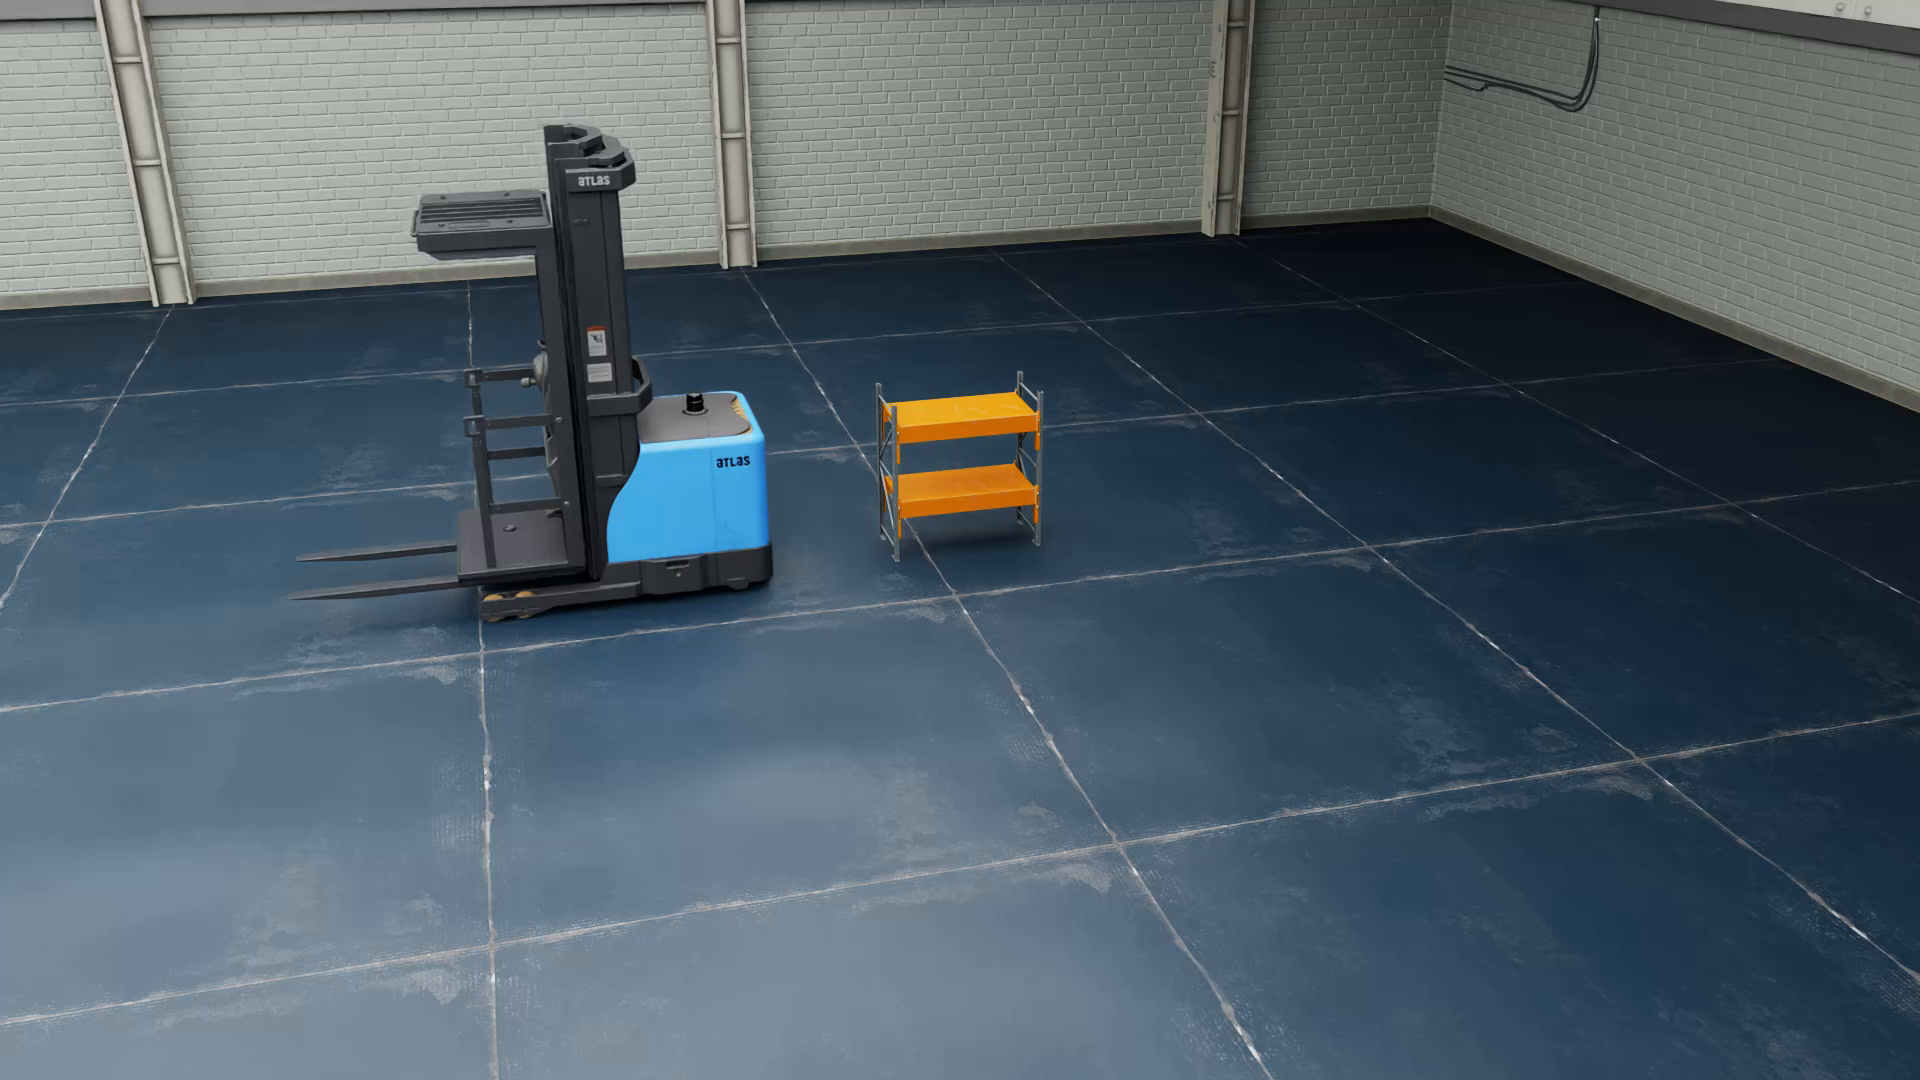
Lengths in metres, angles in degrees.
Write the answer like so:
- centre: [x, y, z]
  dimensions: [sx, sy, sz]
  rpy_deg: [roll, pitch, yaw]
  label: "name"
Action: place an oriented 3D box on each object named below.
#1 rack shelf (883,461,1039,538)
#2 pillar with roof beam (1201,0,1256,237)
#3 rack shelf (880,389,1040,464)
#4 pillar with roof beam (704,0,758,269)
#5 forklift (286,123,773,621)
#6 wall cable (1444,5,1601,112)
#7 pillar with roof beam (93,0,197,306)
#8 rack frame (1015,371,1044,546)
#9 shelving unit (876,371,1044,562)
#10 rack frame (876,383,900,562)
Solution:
- centre: [-0.007, -0.292, 11.623]
  dimensions: [1.000, 0.278, 0.538]
  rpy_deg: [-6, 24, -14]
  label: "rack shelf"
- centre: [4.391, -6.311, 15.045]
  dimensions: [0.400, 9.000, 9.100]
  rpy_deg: [-6, 24, -14]
  label: "pillar with roof beam"
- centre: [-0.007, -0.785, 11.411]
  dimensions: [1.000, 0.278, 0.538]
  rpy_deg: [-6, 24, -14]
  label: "rack shelf"
- centre: [-1.386, -5.672, 13.556]
  dimensions: [0.400, 9.000, 9.100]
  rpy_deg: [-6, 24, -14]
  label: "pillar with roof beam"
- centre: [-2.814, -1.061, 10.507]
  dimensions: [3.031, 2.935, 1.130]
  rpy_deg: [-6, 24, -14]
  label: "forklift"
- centre: [6.422, -6.330, 19.028]
  dimensions: [0.112, 2.526, 3.097]
  rpy_deg: [-6, 24, -14]
  label: "wall cable"
- centre: [-7.163, -5.032, 12.066]
  dimensions: [0.400, 9.000, 9.100]
  rpy_deg: [-6, 24, -14]
  label: "pillar with roof beam"
- centre: [0.483, -0.570, 11.653]
  dimensions: [0.032, 1.125, 0.500]
  rpy_deg: [-6, 24, -14]
  label: "rack frame"
- centre: [-0.007, -0.516, 11.527]
  dimensions: [1.048, 1.125, 0.538]
  rpy_deg: [-6, 24, -14]
  label: "shelving unit"
- centre: [-0.496, -0.462, 11.400]
  dimensions: [0.032, 1.125, 0.500]
  rpy_deg: [-6, 24, -14]
  label: "rack frame"
